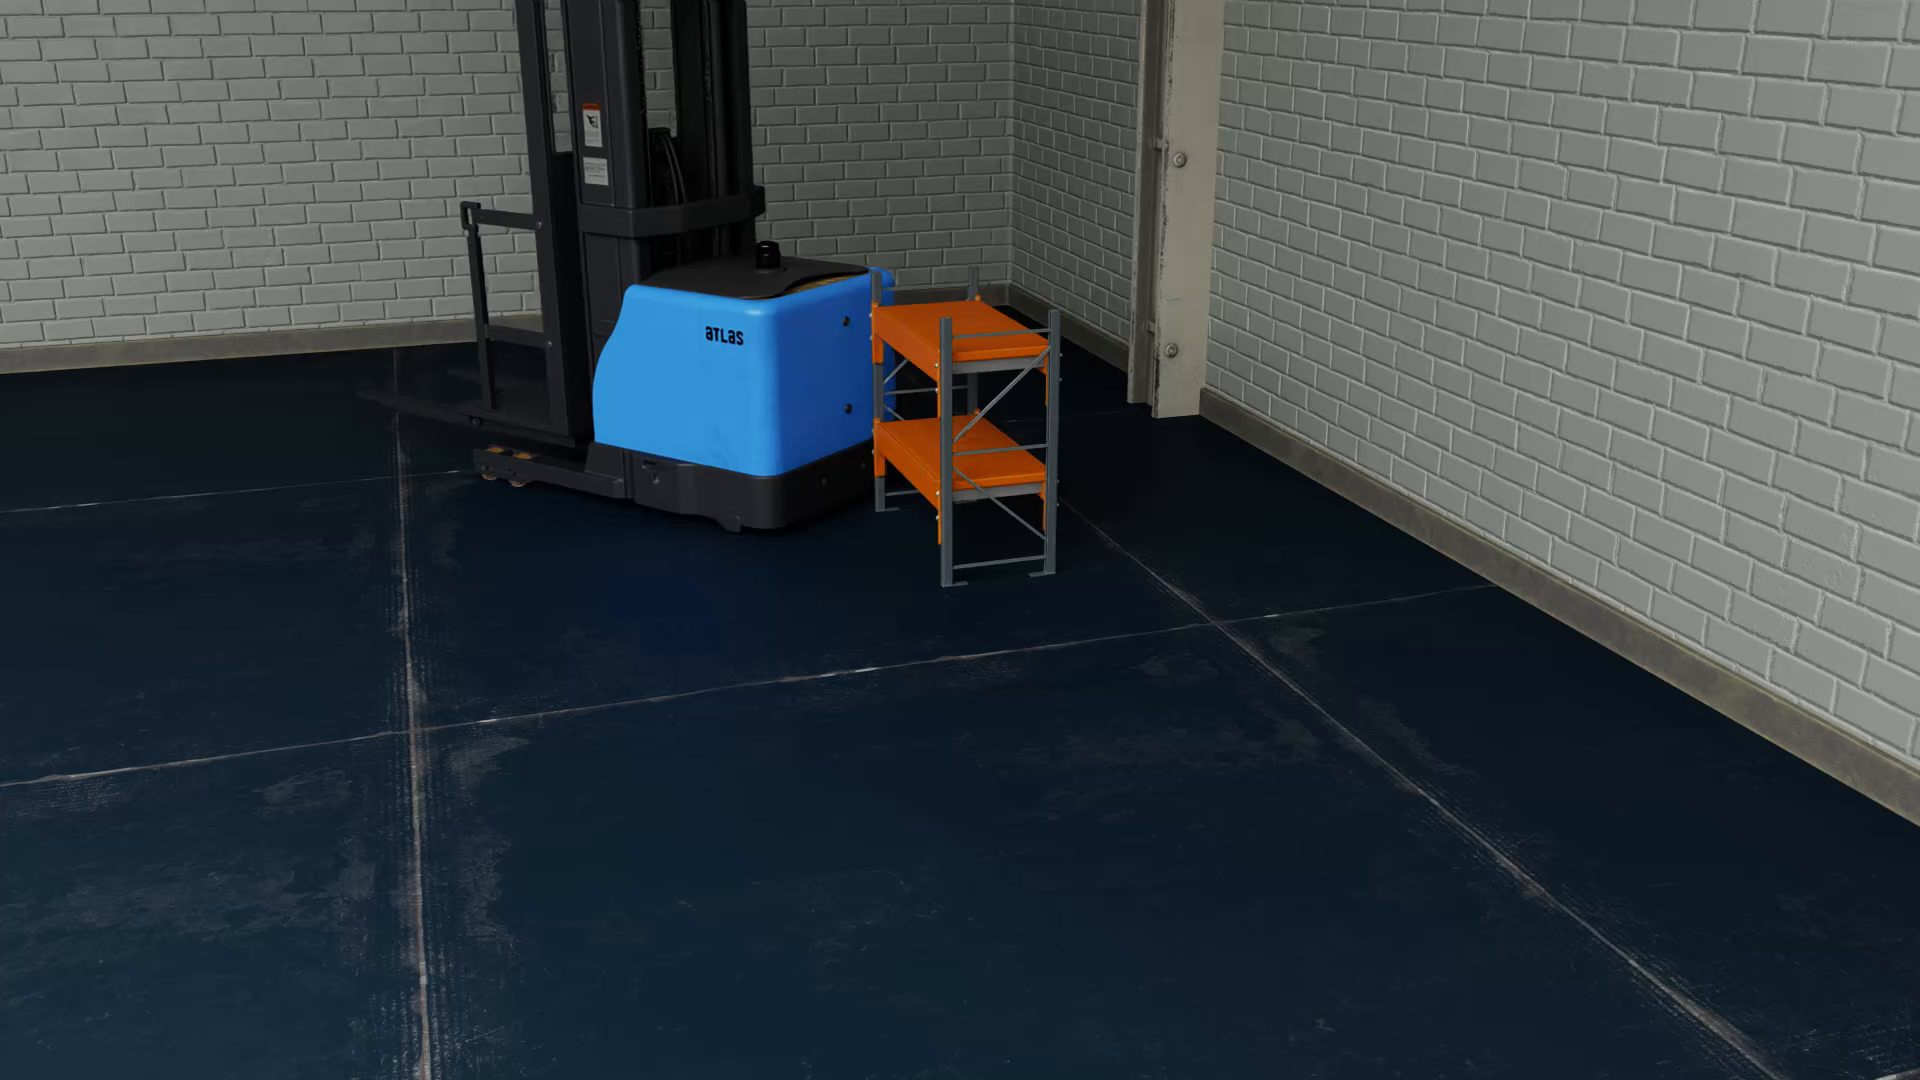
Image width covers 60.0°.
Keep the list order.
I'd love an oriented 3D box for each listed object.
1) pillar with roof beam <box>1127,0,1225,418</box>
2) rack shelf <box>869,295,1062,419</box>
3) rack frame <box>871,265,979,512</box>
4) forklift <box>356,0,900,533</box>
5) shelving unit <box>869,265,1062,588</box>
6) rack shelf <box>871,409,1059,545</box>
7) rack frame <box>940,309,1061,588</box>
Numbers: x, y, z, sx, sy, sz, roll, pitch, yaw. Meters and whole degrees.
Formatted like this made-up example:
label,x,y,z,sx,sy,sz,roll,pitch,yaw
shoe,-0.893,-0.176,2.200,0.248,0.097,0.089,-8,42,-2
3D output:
label,x,y,z,sx,sy,sz,roll,pitch,yaw
pillar with roof beam,-2.910,-4.539,6.742,9.100,9.000,0.400,-6,21,-17
rack shelf,0.002,-0.803,7.121,0.538,0.278,1.000,-6,21,-17
rack frame,-0.158,-0.690,7.674,0.500,1.125,0.032,-6,21,-17
forklift,-1.804,-1.773,8.017,3.031,2.935,1.130,12,23,31
shelving unit,0.002,-0.527,7.220,0.538,1.125,1.048,-6,21,-17
rack shelf,0.002,-0.297,7.303,0.538,0.278,1.000,-6,21,-17
rack frame,0.162,-0.364,6.766,0.500,1.125,0.032,-6,21,-17
